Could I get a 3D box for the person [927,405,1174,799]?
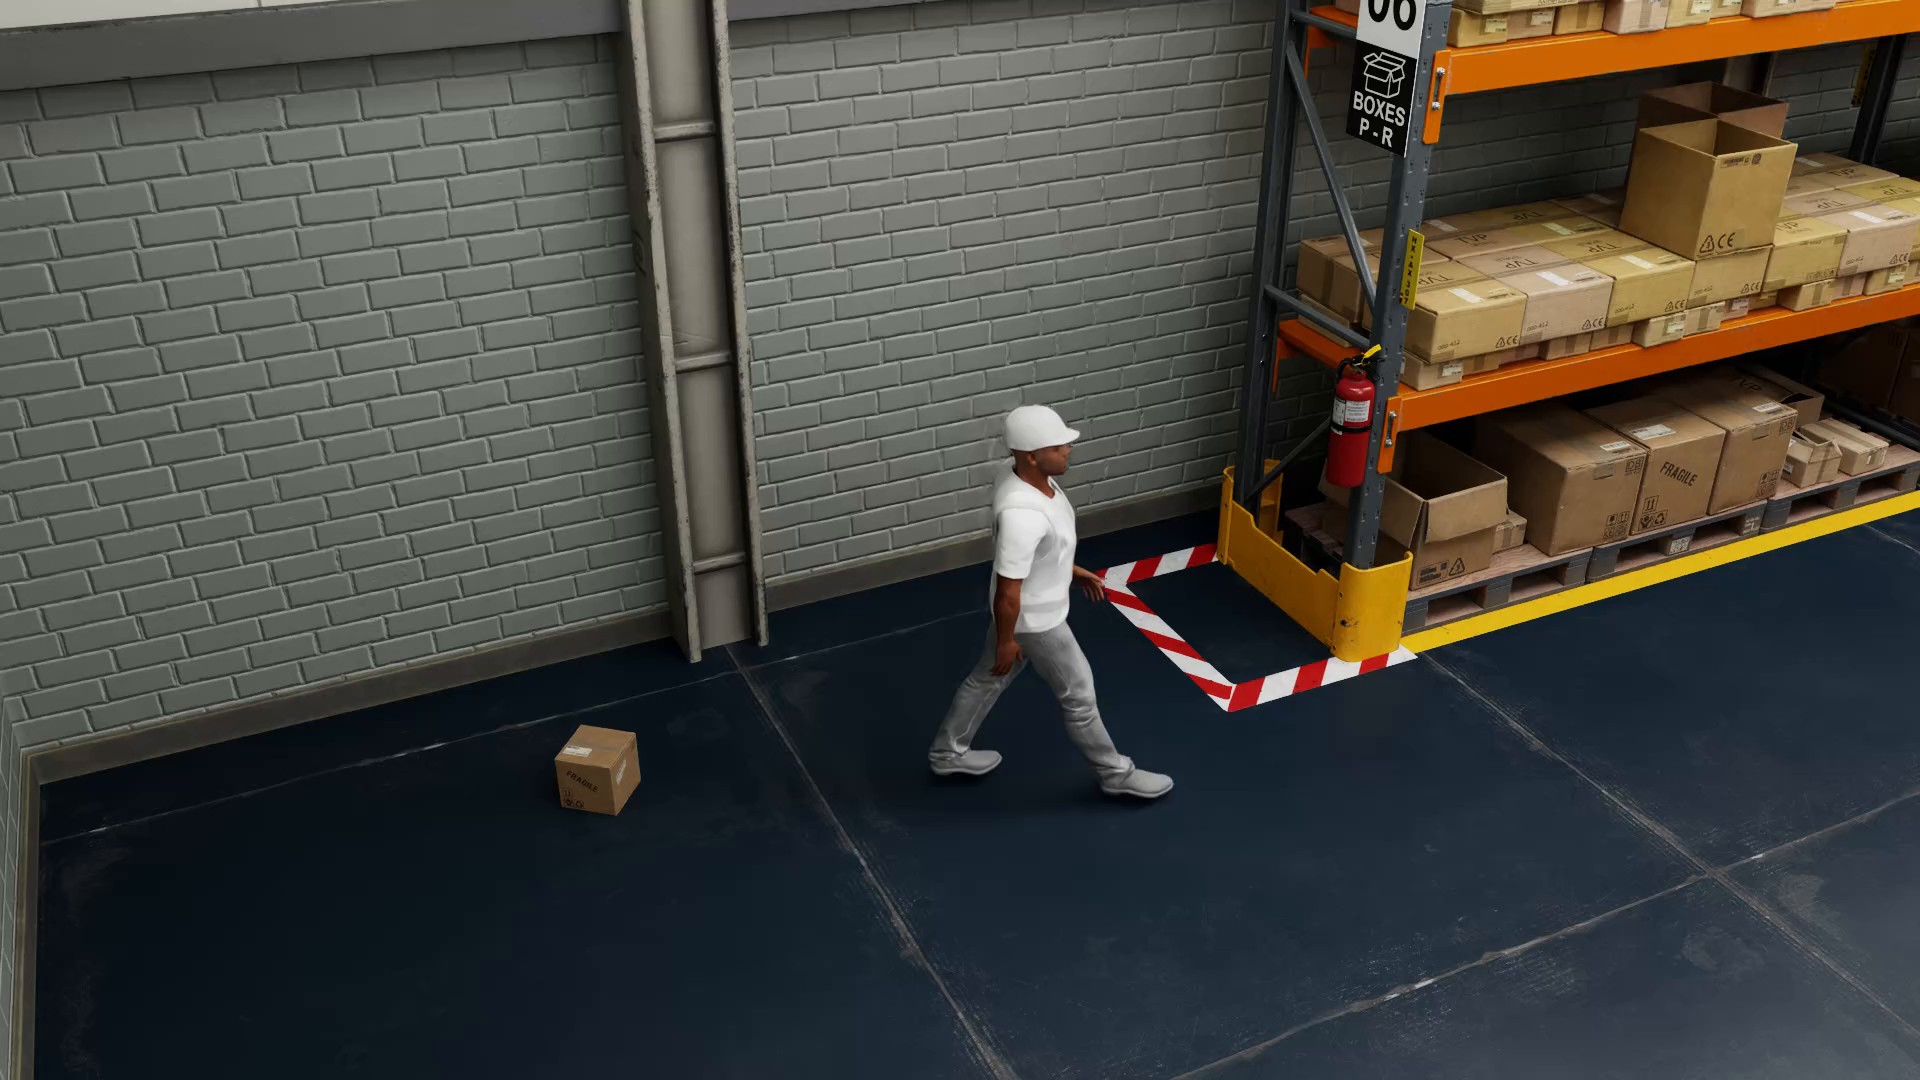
[{"bbox_3d":[0.375,0.246,6.623,1.025,1.705,0.582,-1,29,-2],"label":"person"}]
